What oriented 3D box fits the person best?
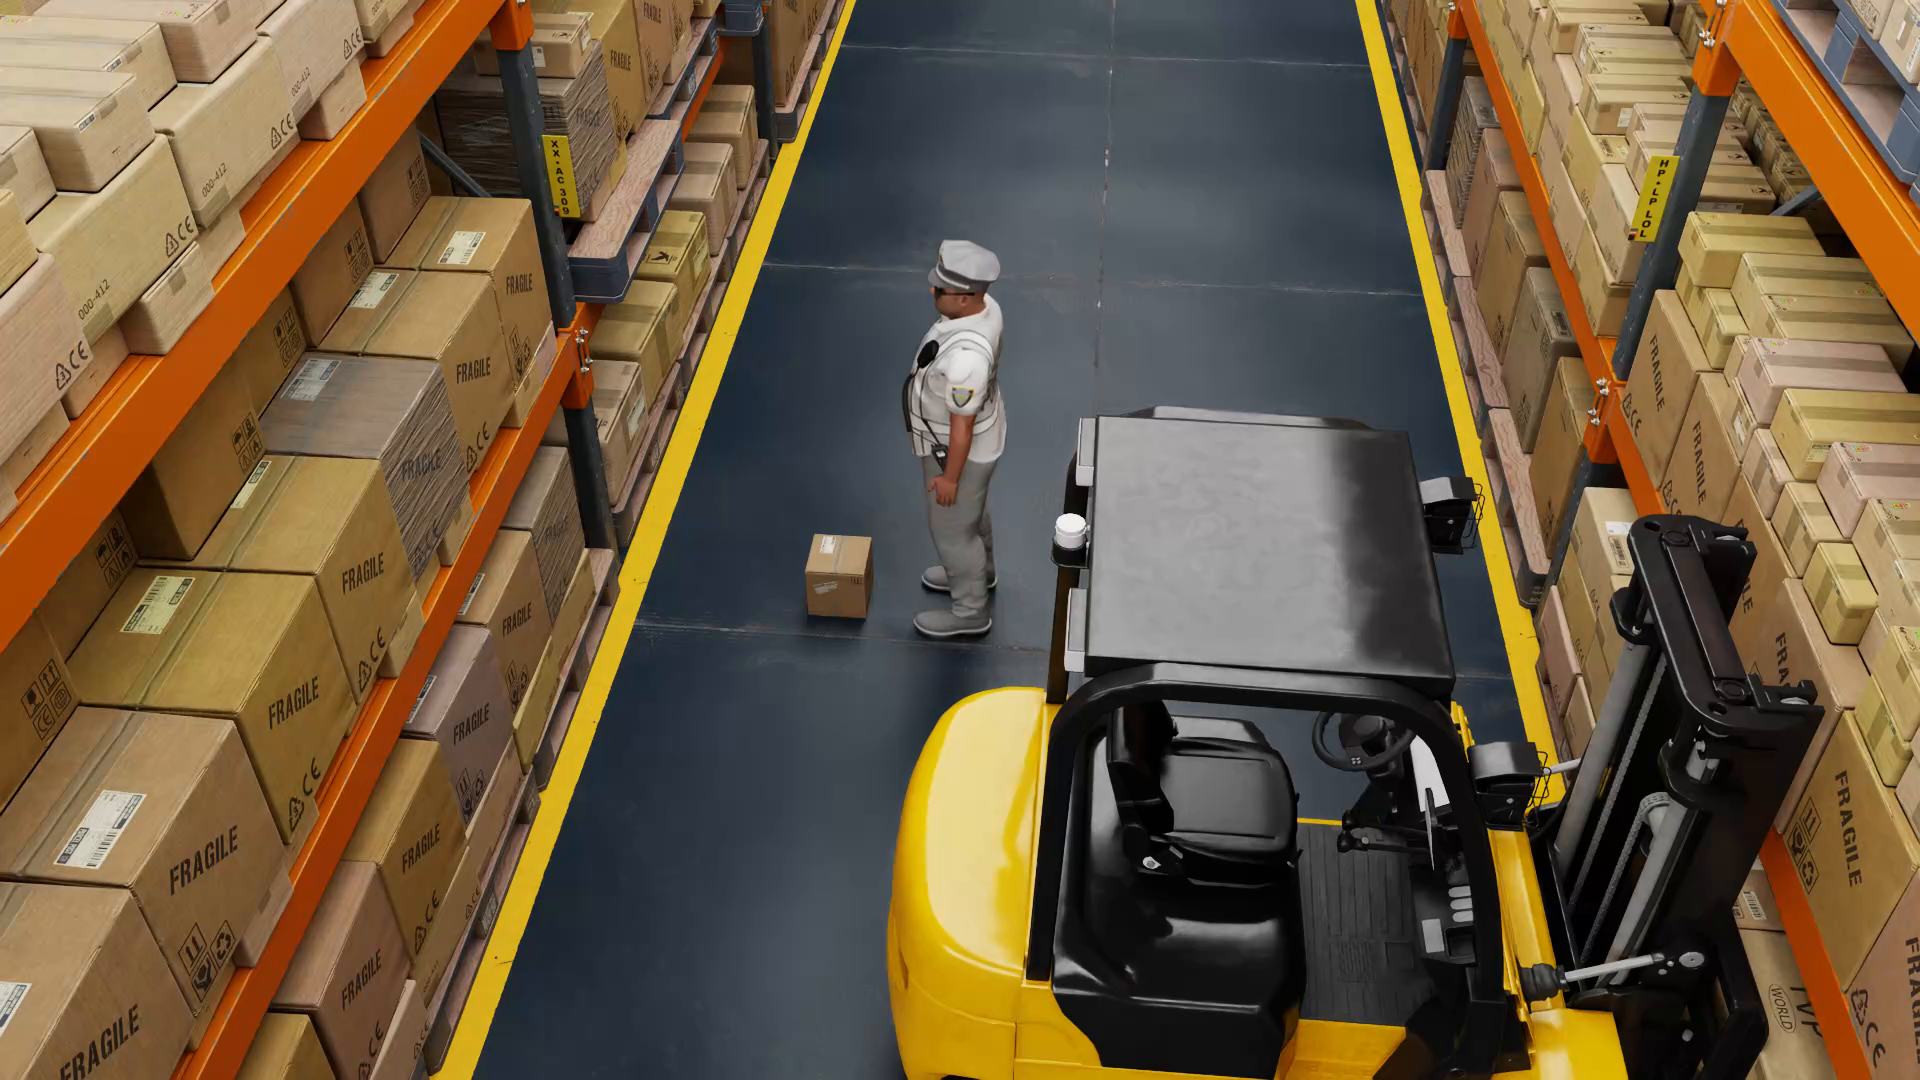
[{"bbox_3d":[-0.028,-0.389,6.609,0.373,1.767,0.527,4,40,5],"label":"person"}]
